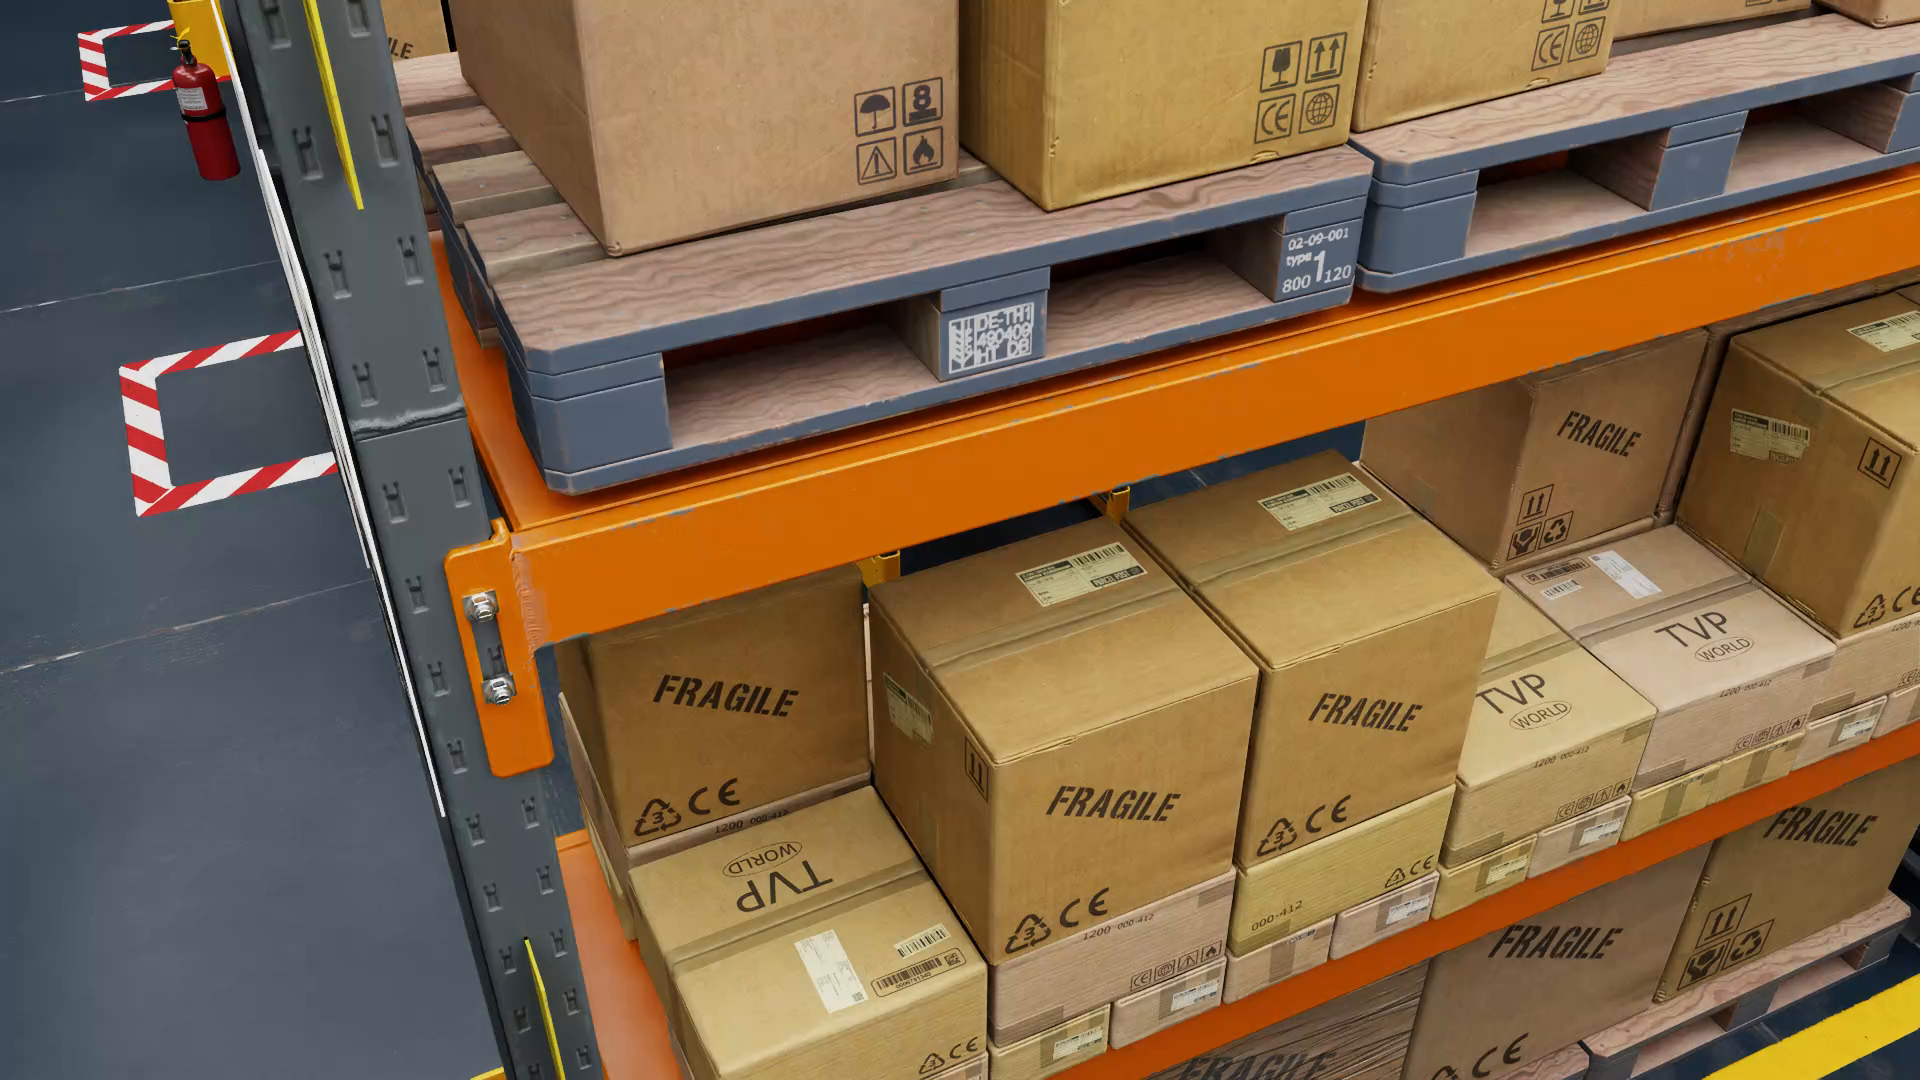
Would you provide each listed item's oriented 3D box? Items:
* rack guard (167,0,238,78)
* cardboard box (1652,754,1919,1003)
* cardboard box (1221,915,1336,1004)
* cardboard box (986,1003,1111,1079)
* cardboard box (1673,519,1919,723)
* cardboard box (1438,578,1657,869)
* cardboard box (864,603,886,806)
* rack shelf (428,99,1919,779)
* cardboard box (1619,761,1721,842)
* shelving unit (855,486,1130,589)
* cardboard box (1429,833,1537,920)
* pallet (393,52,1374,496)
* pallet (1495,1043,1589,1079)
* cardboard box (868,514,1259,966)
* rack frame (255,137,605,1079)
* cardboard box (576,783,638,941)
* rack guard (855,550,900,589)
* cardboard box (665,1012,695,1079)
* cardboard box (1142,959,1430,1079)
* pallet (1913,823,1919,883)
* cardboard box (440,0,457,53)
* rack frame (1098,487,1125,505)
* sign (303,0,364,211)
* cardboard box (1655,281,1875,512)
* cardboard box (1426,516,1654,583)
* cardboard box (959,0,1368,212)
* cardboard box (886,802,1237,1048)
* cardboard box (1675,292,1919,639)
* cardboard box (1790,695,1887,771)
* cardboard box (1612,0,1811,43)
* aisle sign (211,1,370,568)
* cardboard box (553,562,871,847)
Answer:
[{"bbox_3d":[-5.066,-3.524,11.082,0.348,0.500,1.175,-16,39,-20],"label":"rack guard"},{"bbox_3d":[2.156,0.606,4.846,0.875,0.875,0.875,-16,39,-20],"label":"cardboard box"},{"bbox_3d":[0.557,0.738,3.448,0.250,0.149,0.380,-16,40,-21],"label":"cardboard box"},{"bbox_3d":[0.091,0.868,3.272,0.250,0.149,0.380,-17,40,-21],"label":"cardboard box"},{"bbox_3d":[2.032,0.124,3.941,0.500,0.250,0.500,-14,39,-19],"label":"cardboard box"},{"bbox_3d":[1.110,0.379,3.597,0.500,0.250,0.500,-16,40,-21],"label":"cardboard box"},{"bbox_3d":[-0.048,0.357,3.627,0.500,0.250,0.500,-16,40,-21],"label":"cardboard box"},{"bbox_3d":[0.977,-0.612,3.143,4.000,0.370,1.077,-16,39,-20],"label":"rack shelf"},{"bbox_3d":[1.487,0.478,3.799,0.250,0.149,0.380,-16,40,-21],"label":"cardboard box"},{"bbox_3d":[0.069,-0.622,6.329,1.083,1.500,0.587,-16,39,-20],"label":"shelving unit"},{"bbox_3d":[1.020,0.609,3.622,0.250,0.149,0.380,-17,40,-21],"label":"cardboard box"},{"bbox_3d":[-0.166,-0.553,2.534,1.213,0.211,1.003,-16,39,-20],"label":"pallet"},{"bbox_3d":[0.960,1.379,4.714,1.213,0.211,1.003,-16,39,-20],"label":"pallet"},{"bbox_3d":[0.168,0.347,3.011,0.500,0.500,0.500,-17,40,-21],"label":"cardboard box"},{"bbox_3d":[-0.834,0.810,3.140,0.127,3.000,1.000,-16,39,-20],"label":"rack frame"},{"bbox_3d":[-0.651,0.643,3.576,0.250,0.149,0.380,-15,39,-19],"label":"cardboard box"},{"bbox_3d":[-0.382,0.006,6.532,0.087,0.250,0.587,-16,39,-20],"label":"rack guard"},{"bbox_3d":[-0.372,0.999,3.096,0.250,0.149,0.380,-15,39,-19],"label":"cardboard box"},{"bbox_3d":[0.536,1.059,4.235,0.875,0.875,0.875,-16,39,-20],"label":"cardboard box"},{"bbox_3d":[3.454,0.681,5.654,1.213,0.211,1.003,-16,39,-20],"label":"pallet"},{"bbox_3d":[-1.852,-2.164,6.816,0.500,0.500,0.500,-16,39,-20],"label":"cardboard box"},{"bbox_3d":[0.537,-0.753,6.506,0.032,1.500,0.500,-16,39,-20],"label":"rack frame"},{"bbox_3d":[-0.603,-0.477,1.557,0.005,0.325,0.100,-16,39,-20],"label":"sign"},{"bbox_3d":[1.796,-0.459,4.098,0.500,0.500,0.500,-16,39,-20],"label":"cardboard box"},{"bbox_3d":[1.332,-0.027,4.144,0.500,0.250,0.500,-15,39,-19],"label":"cardboard box"},{"bbox_3d":[0.175,-0.882,2.383,0.500,0.500,0.700,-17,40,-22],"label":"cardboard box"},{"bbox_3d":[0.183,0.640,3.246,0.500,0.250,0.500,-16,39,-20],"label":"cardboard box"},{"bbox_3d":[2.030,-0.178,3.719,0.500,0.500,0.500,-15,39,-19],"label":"cardboard box"},{"bbox_3d":[1.952,0.347,3.975,0.250,0.149,0.380,-15,39,-19],"label":"cardboard box"},{"bbox_3d":[1.082,-1.236,2.861,0.500,0.500,0.700,-14,39,-18],"label":"cardboard box"},{"bbox_3d":[-1.026,-0.378,2.559,0.004,0.787,0.394,-16,39,-20],"label":"aisle sign"},{"bbox_3d":[-0.504,0.184,3.230,0.500,0.500,0.500,-15,39,-19],"label":"cardboard box"}]
